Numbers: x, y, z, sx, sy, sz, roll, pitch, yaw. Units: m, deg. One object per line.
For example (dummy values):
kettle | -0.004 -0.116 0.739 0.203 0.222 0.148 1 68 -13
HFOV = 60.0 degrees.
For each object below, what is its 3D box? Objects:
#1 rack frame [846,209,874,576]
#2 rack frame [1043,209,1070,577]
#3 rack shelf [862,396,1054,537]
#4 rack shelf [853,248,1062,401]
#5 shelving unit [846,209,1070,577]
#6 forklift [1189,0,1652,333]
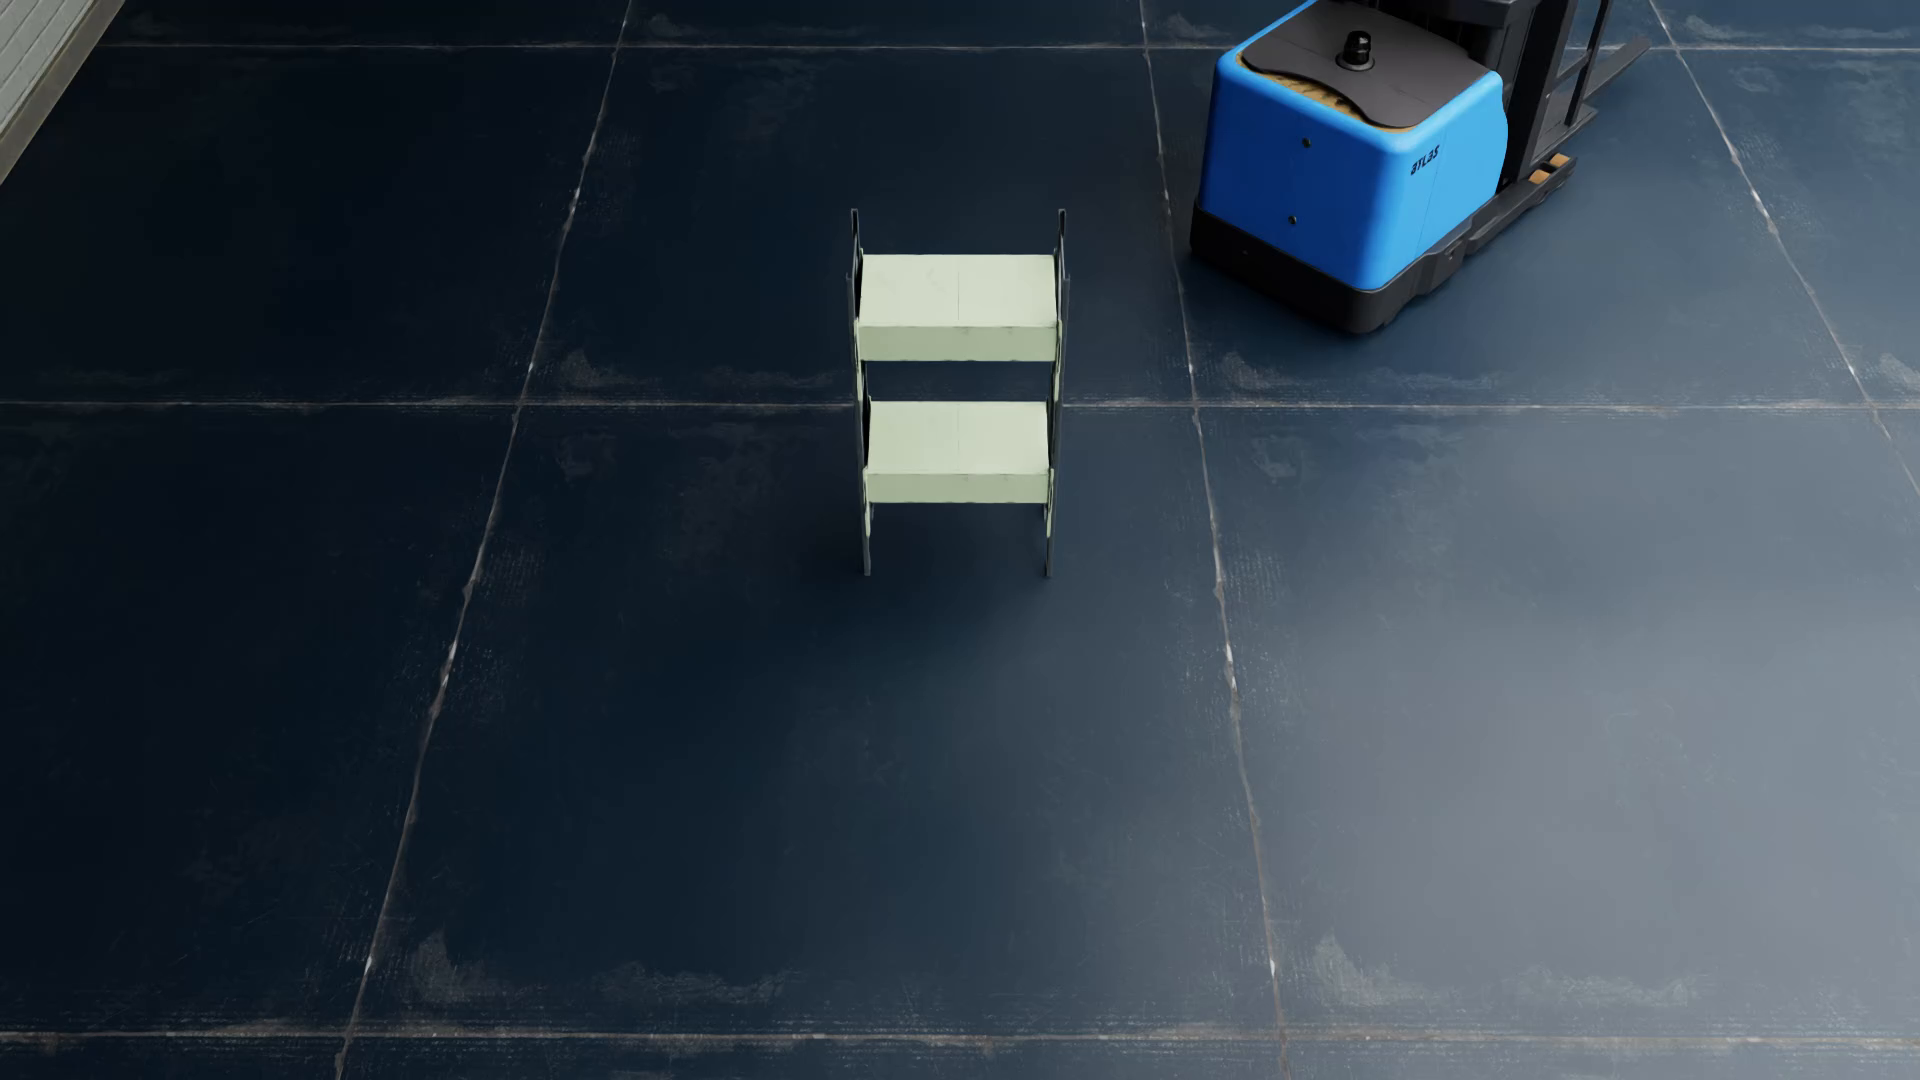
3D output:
rack frame | -0.373 -0.512 6.283 0.023 1.500 0.400 0 47 0
rack frame | 0.359 -0.510 6.281 0.023 1.500 0.400 0 47 0
rack shelf | -0.007 -0.289 6.520 0.720 0.370 0.431 0 47 0
rack shelf | -0.007 -0.777 5.996 0.720 0.370 0.431 0 47 0
shelving unit | -0.007 -0.511 6.282 0.755 1.500 0.431 0 47 0
forklift | 2.491 -2.932 7.557 1.130 2.935 3.031 35 56 28
